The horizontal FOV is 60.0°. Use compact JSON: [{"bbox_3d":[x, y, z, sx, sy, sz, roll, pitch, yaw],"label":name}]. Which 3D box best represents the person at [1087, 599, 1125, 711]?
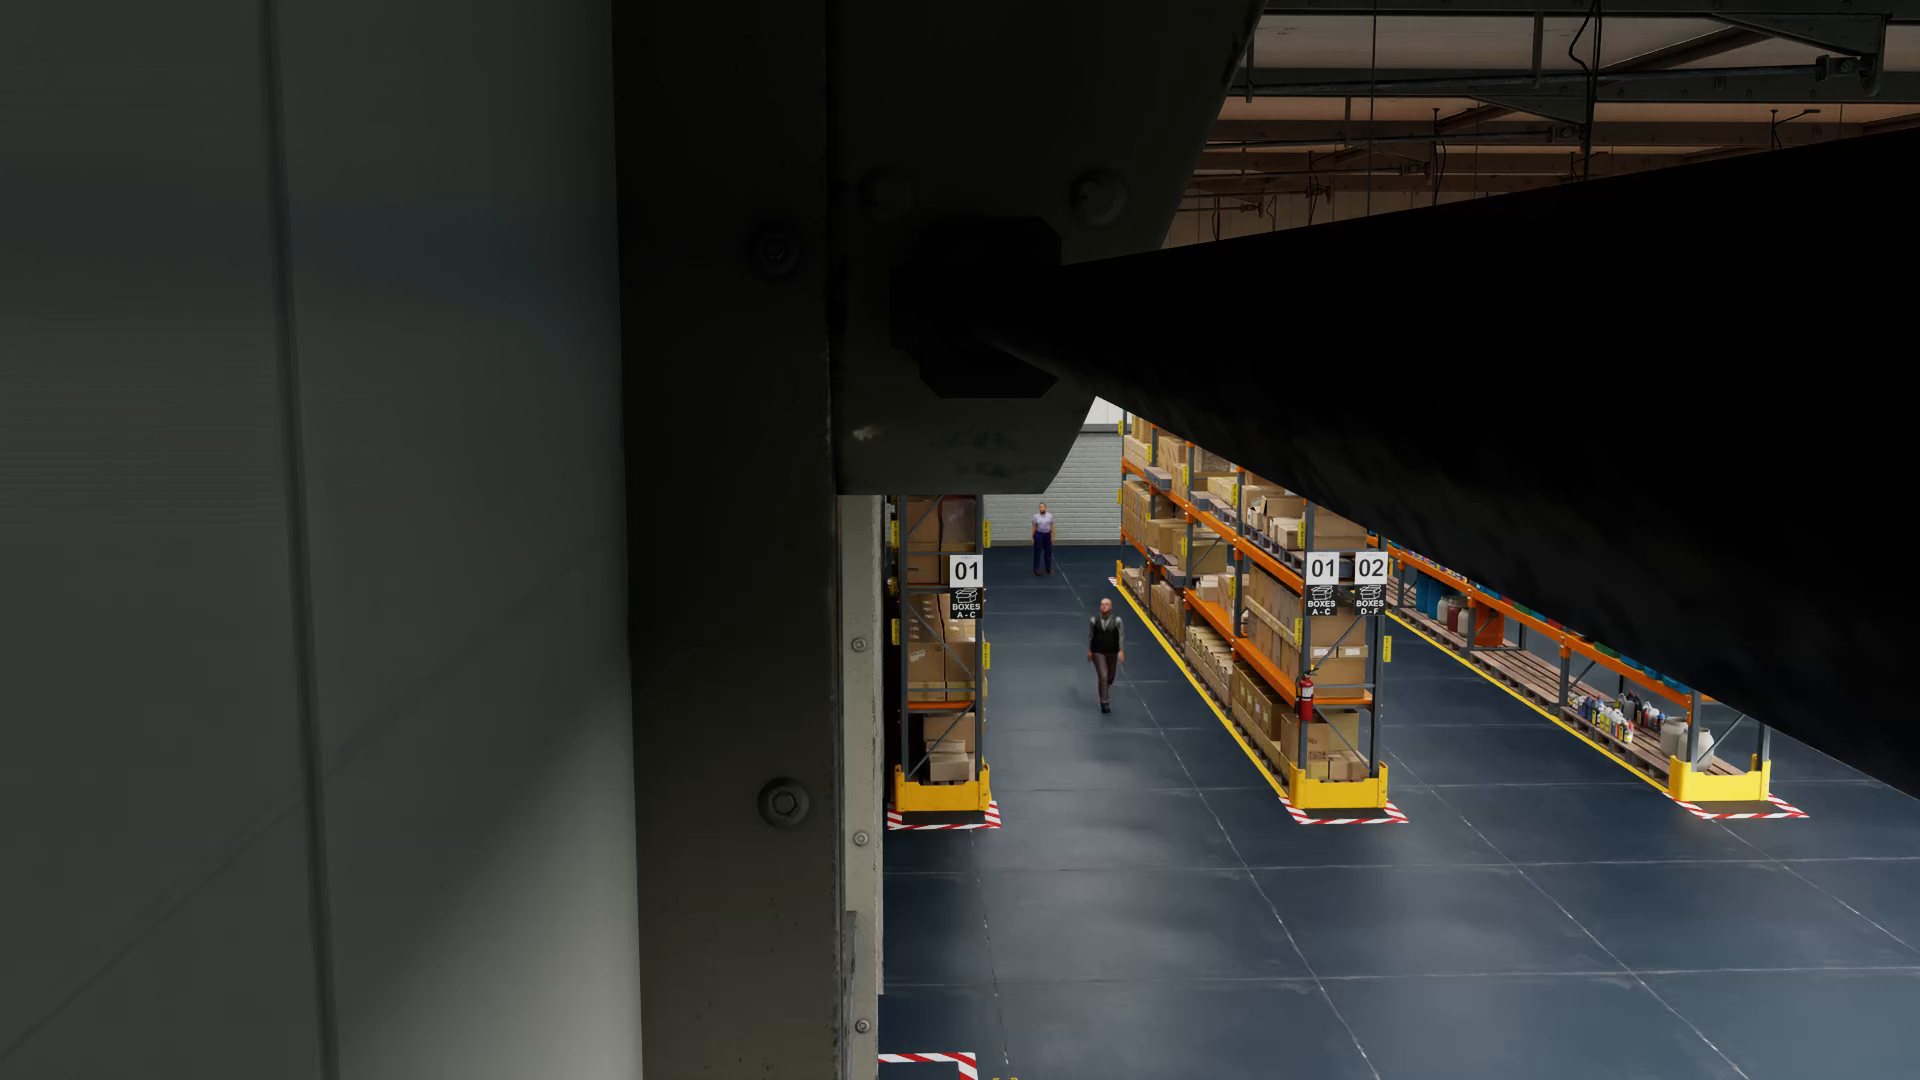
[{"bbox_3d":[2.256,1.739,25.611,0.528,1.681,0.956,-2,9,-13],"label":"person"}]

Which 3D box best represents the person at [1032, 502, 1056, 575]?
[{"bbox_3d":[1.910,-0.020,37.705,0.549,1.658,0.362,-5,10,-28],"label":"person"}]
